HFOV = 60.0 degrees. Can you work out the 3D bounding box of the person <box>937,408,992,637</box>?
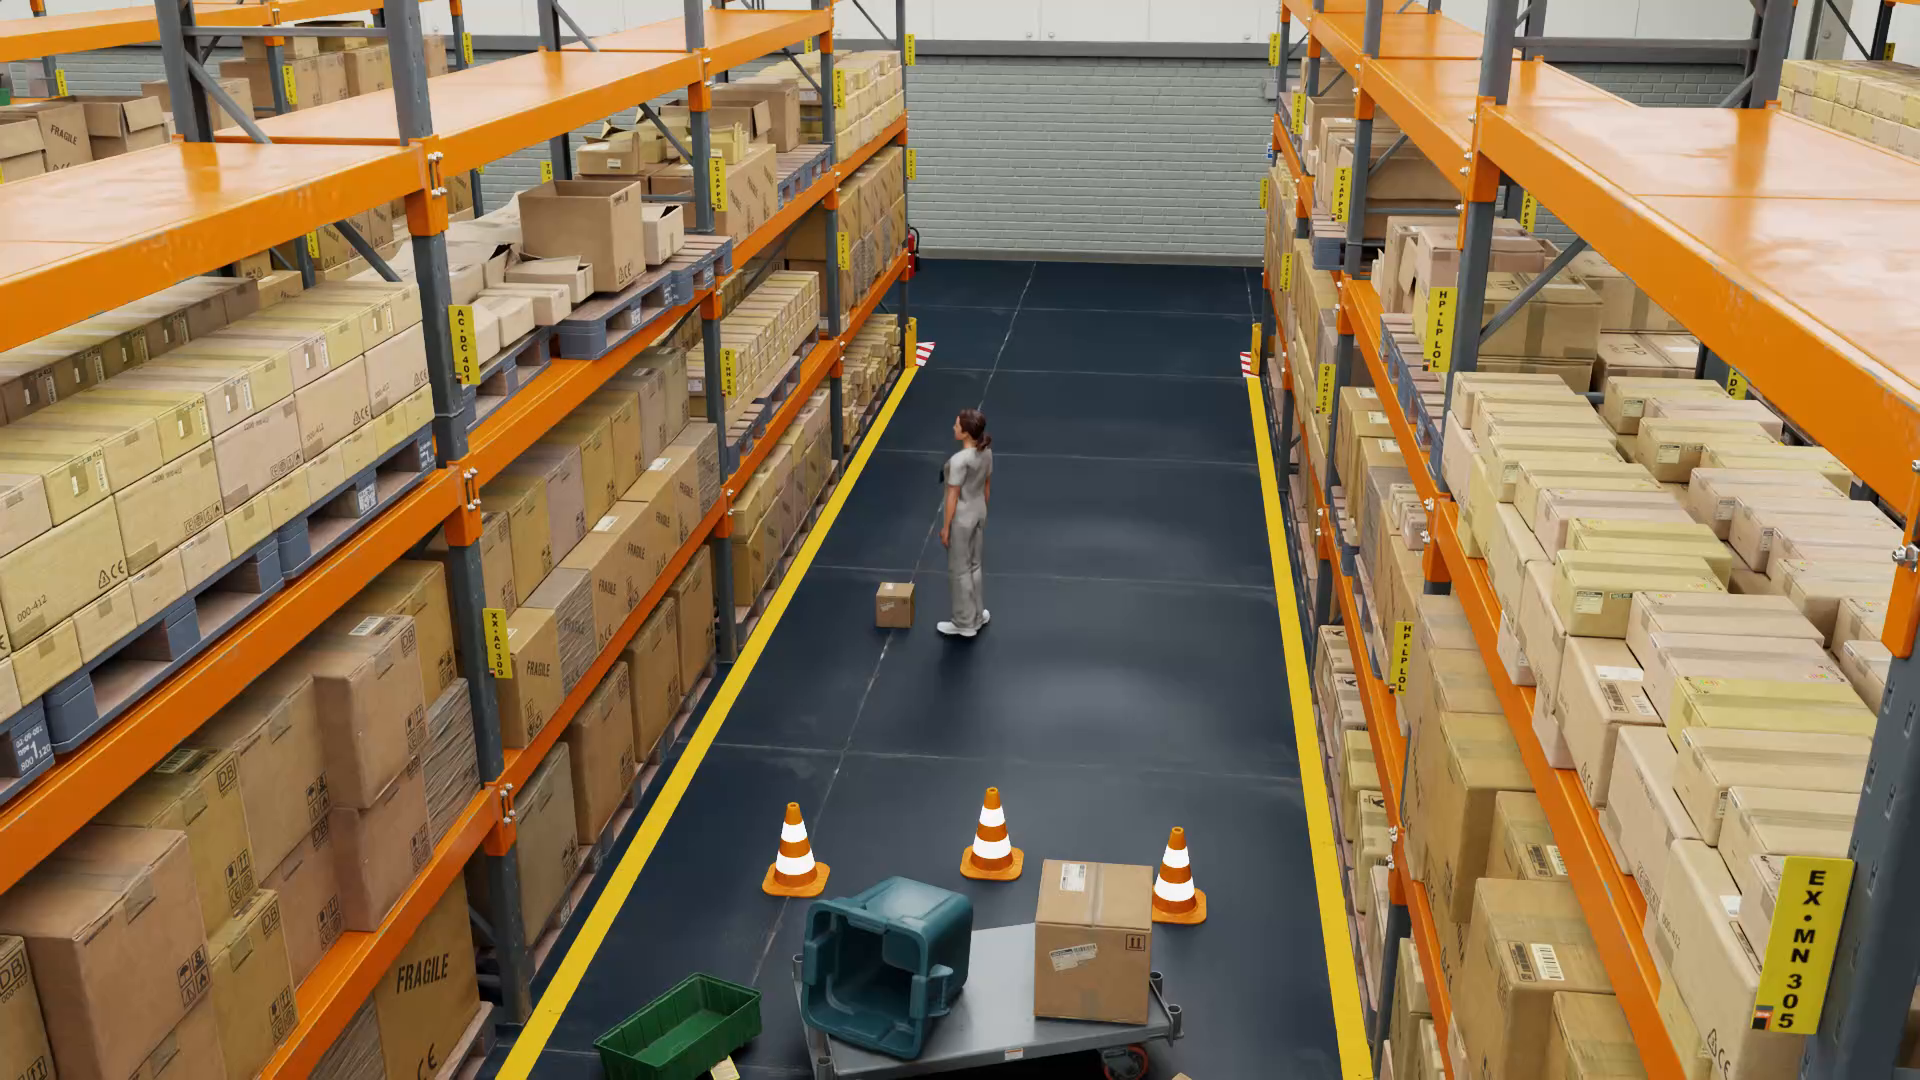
[{"bbox_3d":[0.060,-0.131,11.807,0.361,1.682,0.553,14,25,32],"label":"person"}]
